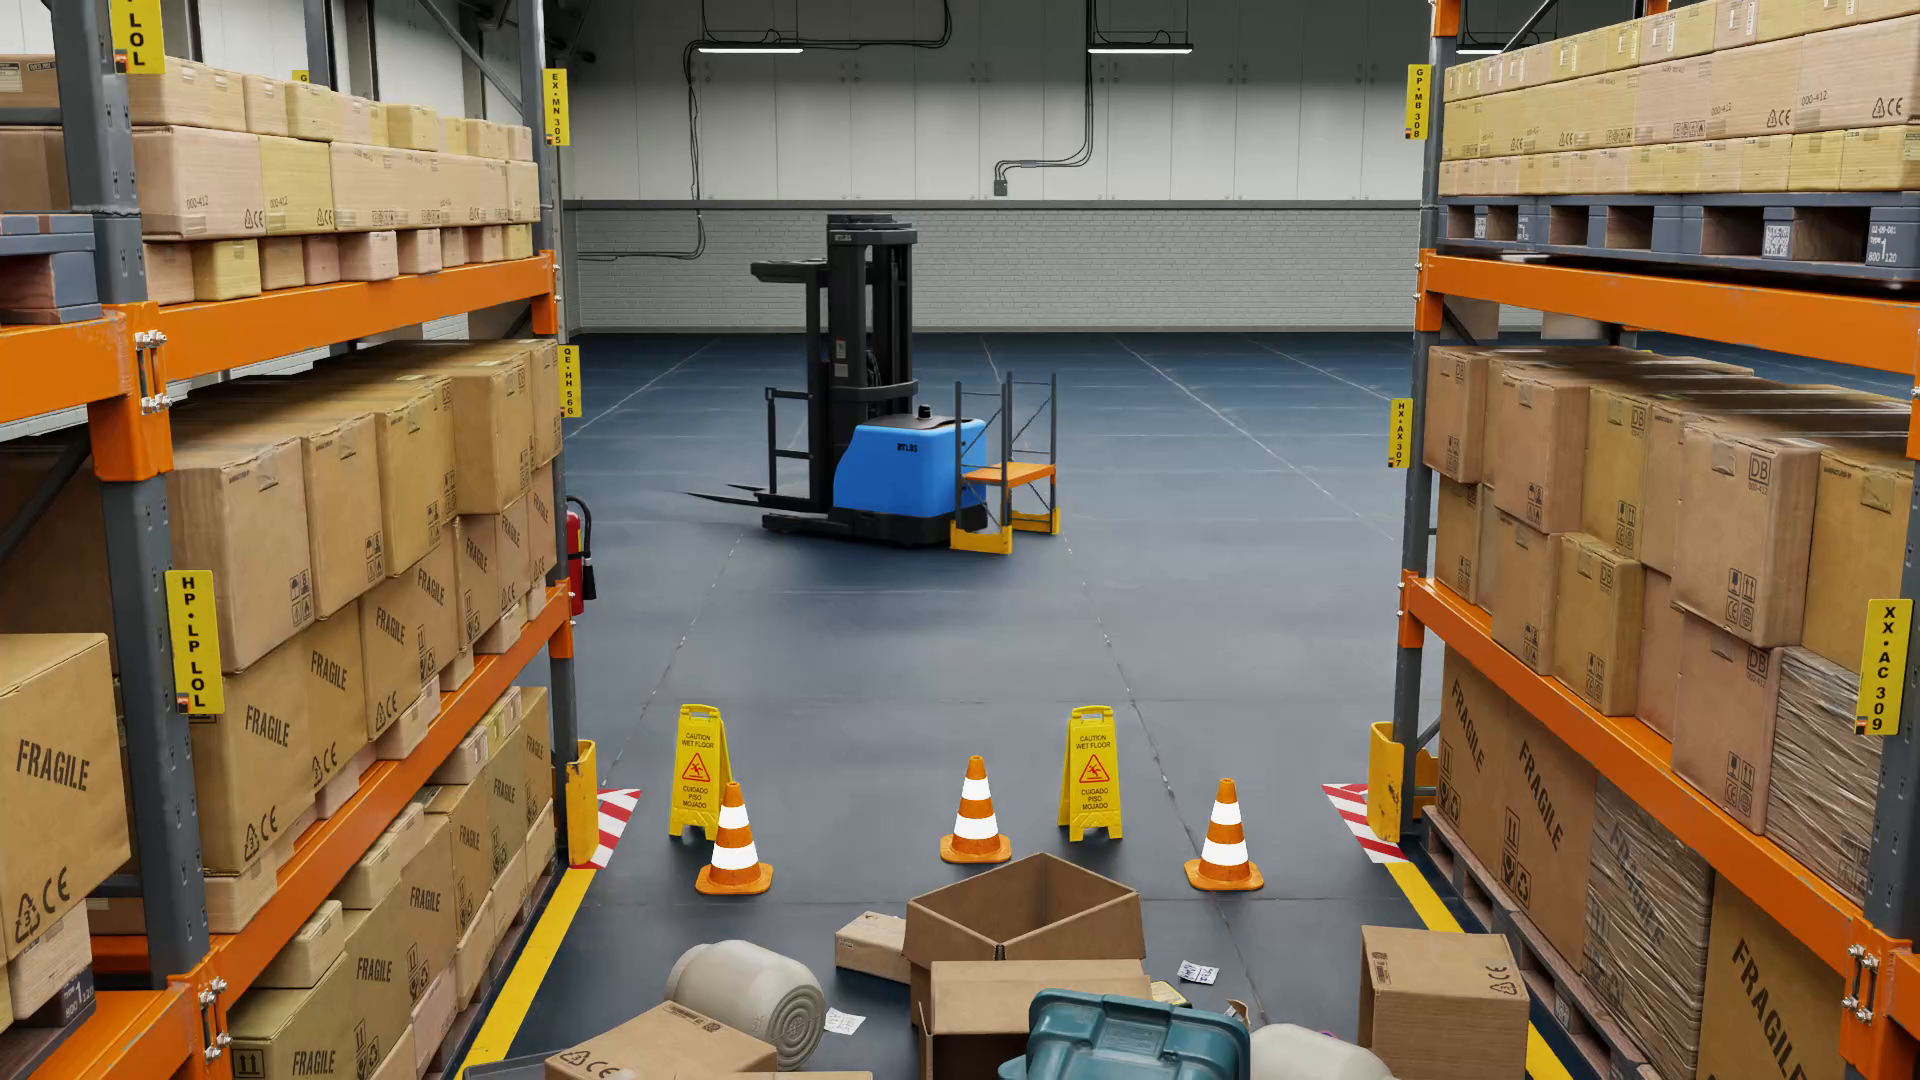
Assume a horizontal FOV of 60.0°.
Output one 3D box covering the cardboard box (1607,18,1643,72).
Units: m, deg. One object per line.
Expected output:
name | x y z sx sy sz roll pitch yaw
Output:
cardboard box | 2.344 -1.609 5.410 0.380 0.149 0.250 0 11 0

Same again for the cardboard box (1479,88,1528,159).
cardboard box | 2.384 -1.637 6.553 0.500 0.250 0.500 0 11 -2

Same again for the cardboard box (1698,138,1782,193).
cardboard box | 2.357 -1.068 4.750 0.380 0.149 0.250 0 11 -1

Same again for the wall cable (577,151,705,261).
wall cable | -7.536 -7.807 38.910 3.097 2.526 0.112 0 11 -1

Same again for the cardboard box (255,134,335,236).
cardboard box | -2.000 -0.936 4.404 0.500 0.250 0.500 0 11 -2

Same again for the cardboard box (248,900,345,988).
cardboard box | -1.930 1.110 4.575 0.380 0.149 0.250 0 11 0

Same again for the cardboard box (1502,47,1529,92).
cardboard box | 2.322 -1.812 6.412 0.380 0.149 0.250 0 11 -1

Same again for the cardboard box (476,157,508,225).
cardboard box | -2.052 -1.339 6.392 0.500 0.250 0.500 0 11 -2

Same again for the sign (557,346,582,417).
sign | -1.772 -0.718 7.539 0.100 0.325 0.005 0 11 -1

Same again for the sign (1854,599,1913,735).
sign | 2.147 0.297 3.867 0.100 0.325 0.005 0 11 -1

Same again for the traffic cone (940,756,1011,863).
traffic cone | 0.074 1.254 7.907 0.336 0.463 0.334 0 11 -1

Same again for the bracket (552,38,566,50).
bracket | -8.433 -10.421 34.930 0.235 0.232 0.430 0 11 -1

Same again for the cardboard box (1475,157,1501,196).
cardboard box | 2.317 -1.470 6.731 0.380 0.149 0.250 0 11 -1

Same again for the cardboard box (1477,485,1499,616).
cardboard box | 2.706 0.071 6.977 0.875 0.550 0.550 0 11 -1

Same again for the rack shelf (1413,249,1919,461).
rack shelf | 2.661 -0.758 5.707 1.077 0.370 4.000 0 11 -1

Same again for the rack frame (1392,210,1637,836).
rack frame | 2.619 -0.038 7.893 1.000 3.000 0.127 0 11 -1

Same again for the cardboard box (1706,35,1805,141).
cardboard box | 2.425 -1.237 4.582 0.500 0.250 0.500 0 11 -1

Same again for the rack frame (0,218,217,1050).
rack frame | -2.245 0.797 3.775 1.000 3.000 0.127 0 11 -1

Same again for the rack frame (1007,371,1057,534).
rack frame | 0.663 -0.817 15.505 0.500 1.500 0.032 6 13 27

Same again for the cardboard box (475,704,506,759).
cardboard box | -1.973 0.740 6.402 0.380 0.149 0.250 0 11 0

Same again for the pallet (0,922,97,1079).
pallet | -2.375 1.044 3.042 1.003 0.211 1.213 0 11 -1

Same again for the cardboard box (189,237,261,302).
cardboard box | -1.953 -0.665 4.070 0.380 0.149 0.250 0 11 -1

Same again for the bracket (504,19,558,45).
bracket | -8.380 -9.909 32.406 0.076 0.066 4.783 0 11 -1

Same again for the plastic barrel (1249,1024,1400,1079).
plastic barrel | 1.145 1.800 5.311 0.512 0.421 0.421 9 15 38

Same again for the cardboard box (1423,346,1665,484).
cardboard box | 2.588 -0.567 7.407 0.875 0.550 0.550 0 11 -1

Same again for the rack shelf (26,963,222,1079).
rack shelf | -2.204 1.548 1.887 1.077 0.370 4.000 0 11 -1

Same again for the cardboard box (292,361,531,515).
cardboard box | -1.982 -0.380 6.065 0.700 0.500 0.500 0 11 -2

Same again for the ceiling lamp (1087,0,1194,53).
ceiling lamp | 3.420 -10.880 31.567 2.000 3.185 0.800 0 11 -1

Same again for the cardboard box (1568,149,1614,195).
cardboard box | 2.338 -1.269 5.740 0.380 0.149 0.250 0 11 -1

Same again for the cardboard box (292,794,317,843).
cardboard box | -2.024 0.754 4.621 0.380 0.149 0.250 0 11 -1

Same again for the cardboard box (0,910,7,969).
cardboard box | -1.994 0.586 2.760 0.500 0.500 0.500 0 11 -1

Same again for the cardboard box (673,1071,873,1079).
cardboard box | -0.466 1.638 4.014 0.500 0.500 0.500 0 11 -1

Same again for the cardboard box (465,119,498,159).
cardboard box | -2.035 -1.567 6.513 0.380 0.149 0.250 0 11 -2

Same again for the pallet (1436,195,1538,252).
pallet | 2.645 -1.317 6.877 1.003 0.211 1.213 0 11 -1

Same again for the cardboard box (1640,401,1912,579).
cardboard box | 2.727 -0.136 5.282 0.875 0.550 0.550 0 11 -1

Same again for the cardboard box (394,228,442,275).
cardboard box | -1.964 -0.970 5.573 0.380 0.149 0.250 0 11 -2

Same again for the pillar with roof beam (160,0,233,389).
pillar with roof beam | -4.121 -5.178 18.138 9.100 9.000 0.400 0 11 -1

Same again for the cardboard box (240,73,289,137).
cardboard box | -1.956 -1.108 4.251 0.380 0.149 0.250 -1 11 -3

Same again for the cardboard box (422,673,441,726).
cardboard box | -1.981 0.552 5.615 0.380 0.149 0.250 0 11 -1

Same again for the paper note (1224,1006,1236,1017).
paper note | 1.038 1.800 6.354 0.032 0.001 0.123 6 13 28

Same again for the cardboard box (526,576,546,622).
cardboard box | -1.990 0.249 7.111 0.380 0.149 0.250 0 11 -2

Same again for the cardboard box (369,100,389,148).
cardboard box | -2.040 -1.313 5.259 0.380 0.149 0.250 0 11 0

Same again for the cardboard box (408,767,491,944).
cardboard box | -2.033 1.139 6.066 0.500 0.500 0.500 -1 11 -2

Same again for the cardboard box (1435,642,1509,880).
cardboard box | 2.699 0.932 7.400 0.875 0.875 0.875 0 11 -1

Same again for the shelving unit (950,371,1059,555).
shelving unit | 0.420 -0.726 15.058 0.587 1.500 1.083 6 13 27

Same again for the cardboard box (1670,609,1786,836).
cardboard box | 2.648 0.501 4.859 0.875 0.550 0.550 0 11 -1

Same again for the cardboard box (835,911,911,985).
cardboard box | -0.281 1.652 6.735 0.380 0.149 0.250 6 13 28

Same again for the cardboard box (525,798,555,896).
cardboard box | -2.041 1.308 7.116 0.500 0.250 0.500 0 11 -1

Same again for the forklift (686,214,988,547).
forklift | -1.258 -1.573 15.630 3.031 2.935 1.130 7 14 32

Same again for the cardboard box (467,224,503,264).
cardboard box | -2.031 -1.173 6.573 0.380 0.149 0.250 0 11 1

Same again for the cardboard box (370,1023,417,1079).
cardboard box | -2.009 1.715 5.113 0.500 0.250 0.500 0 11 2

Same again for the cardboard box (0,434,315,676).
cardboard box | -2.037 0.024 4.071 0.700 0.500 0.500 0 11 -2

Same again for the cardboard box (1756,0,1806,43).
cardboard box | 2.366 -1.407 4.415 0.380 0.149 0.250 0 11 -1

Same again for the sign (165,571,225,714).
sign | -1.690 0.227 3.675 0.100 0.325 0.005 0 11 -1

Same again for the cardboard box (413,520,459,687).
cardboard box | -2.037 0.214 5.650 0.500 0.500 0.500 0 11 0

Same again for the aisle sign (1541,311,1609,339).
aisle sign | 2.918 -1.327 7.711 0.394 0.787 0.004 0 11 -1
